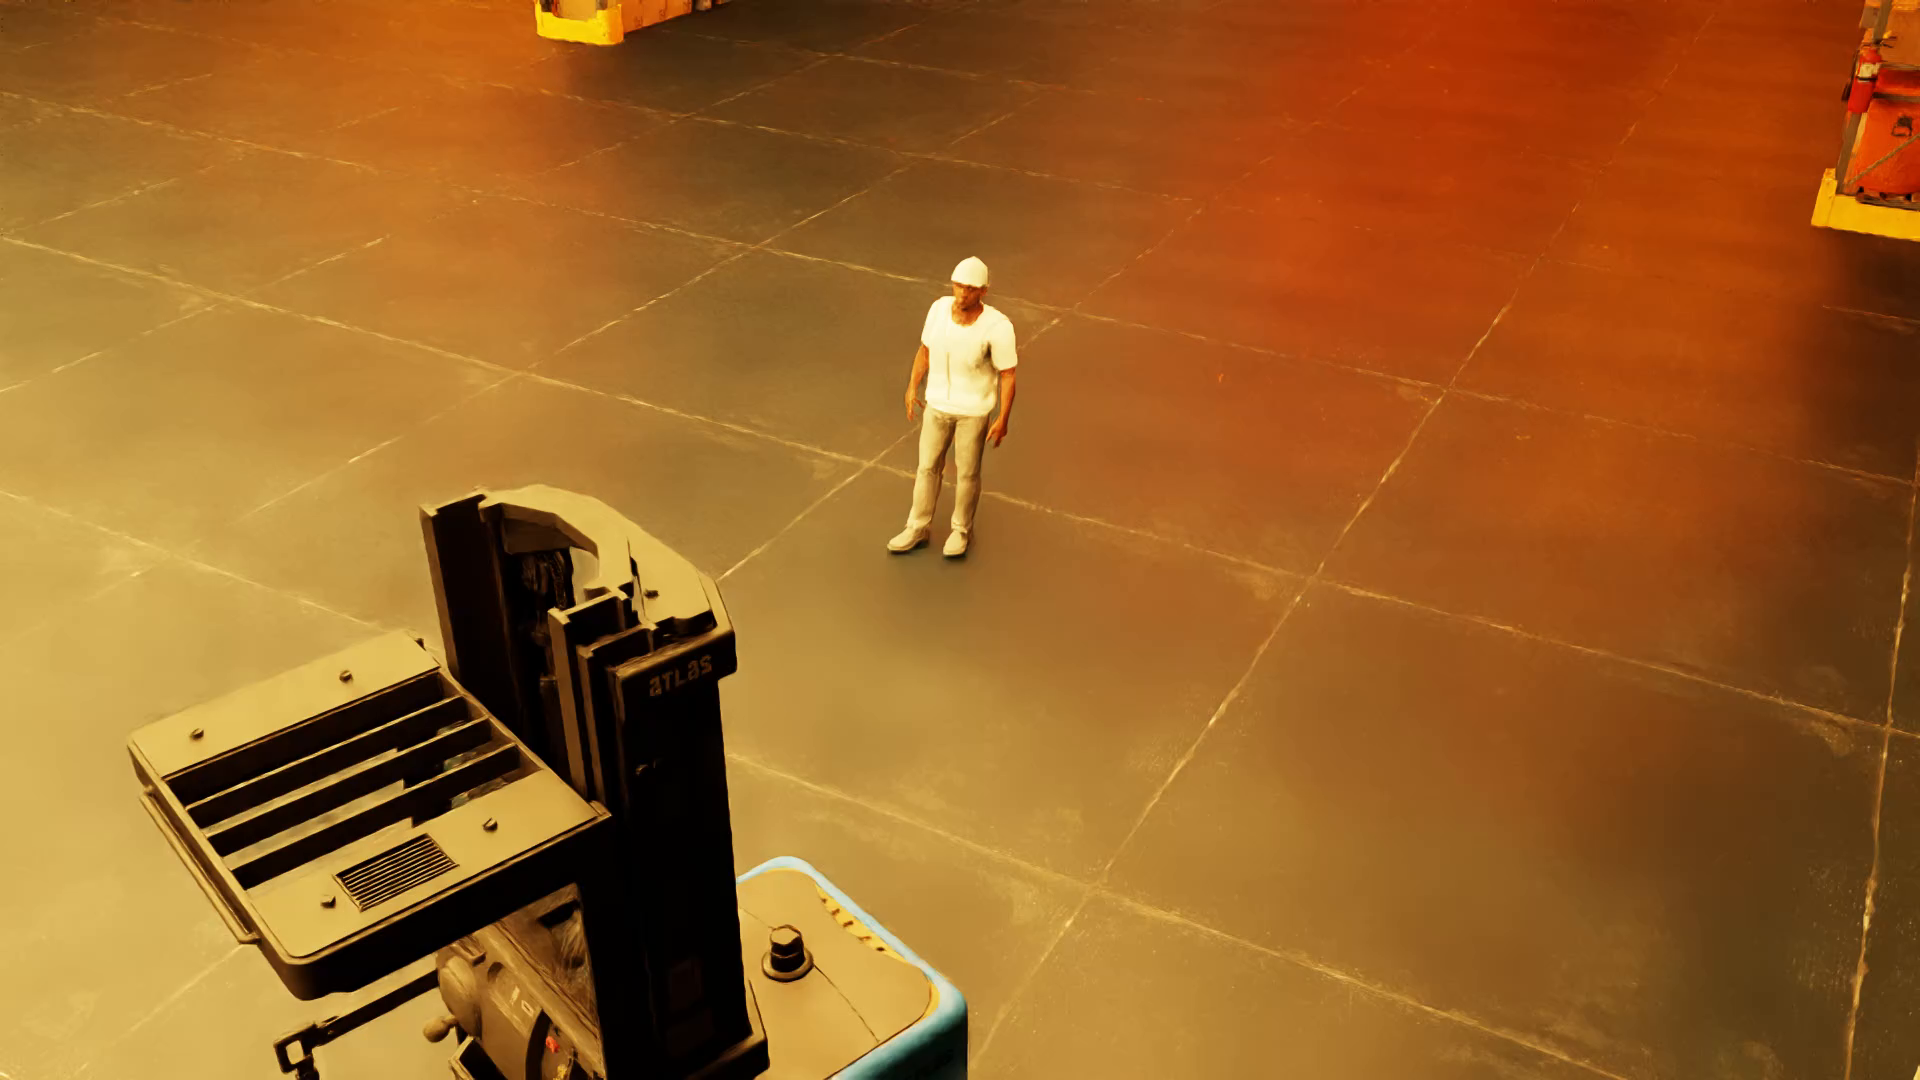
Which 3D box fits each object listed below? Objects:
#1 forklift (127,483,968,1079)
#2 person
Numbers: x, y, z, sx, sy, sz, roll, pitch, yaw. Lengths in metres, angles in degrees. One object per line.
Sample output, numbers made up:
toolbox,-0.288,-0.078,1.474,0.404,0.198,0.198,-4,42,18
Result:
forklift,-1.403,1.430,4.593,3.031,2.935,1.130,-24,37,-35
person,-0.039,-0.742,9.507,0.665,1.766,0.576,15,33,25
